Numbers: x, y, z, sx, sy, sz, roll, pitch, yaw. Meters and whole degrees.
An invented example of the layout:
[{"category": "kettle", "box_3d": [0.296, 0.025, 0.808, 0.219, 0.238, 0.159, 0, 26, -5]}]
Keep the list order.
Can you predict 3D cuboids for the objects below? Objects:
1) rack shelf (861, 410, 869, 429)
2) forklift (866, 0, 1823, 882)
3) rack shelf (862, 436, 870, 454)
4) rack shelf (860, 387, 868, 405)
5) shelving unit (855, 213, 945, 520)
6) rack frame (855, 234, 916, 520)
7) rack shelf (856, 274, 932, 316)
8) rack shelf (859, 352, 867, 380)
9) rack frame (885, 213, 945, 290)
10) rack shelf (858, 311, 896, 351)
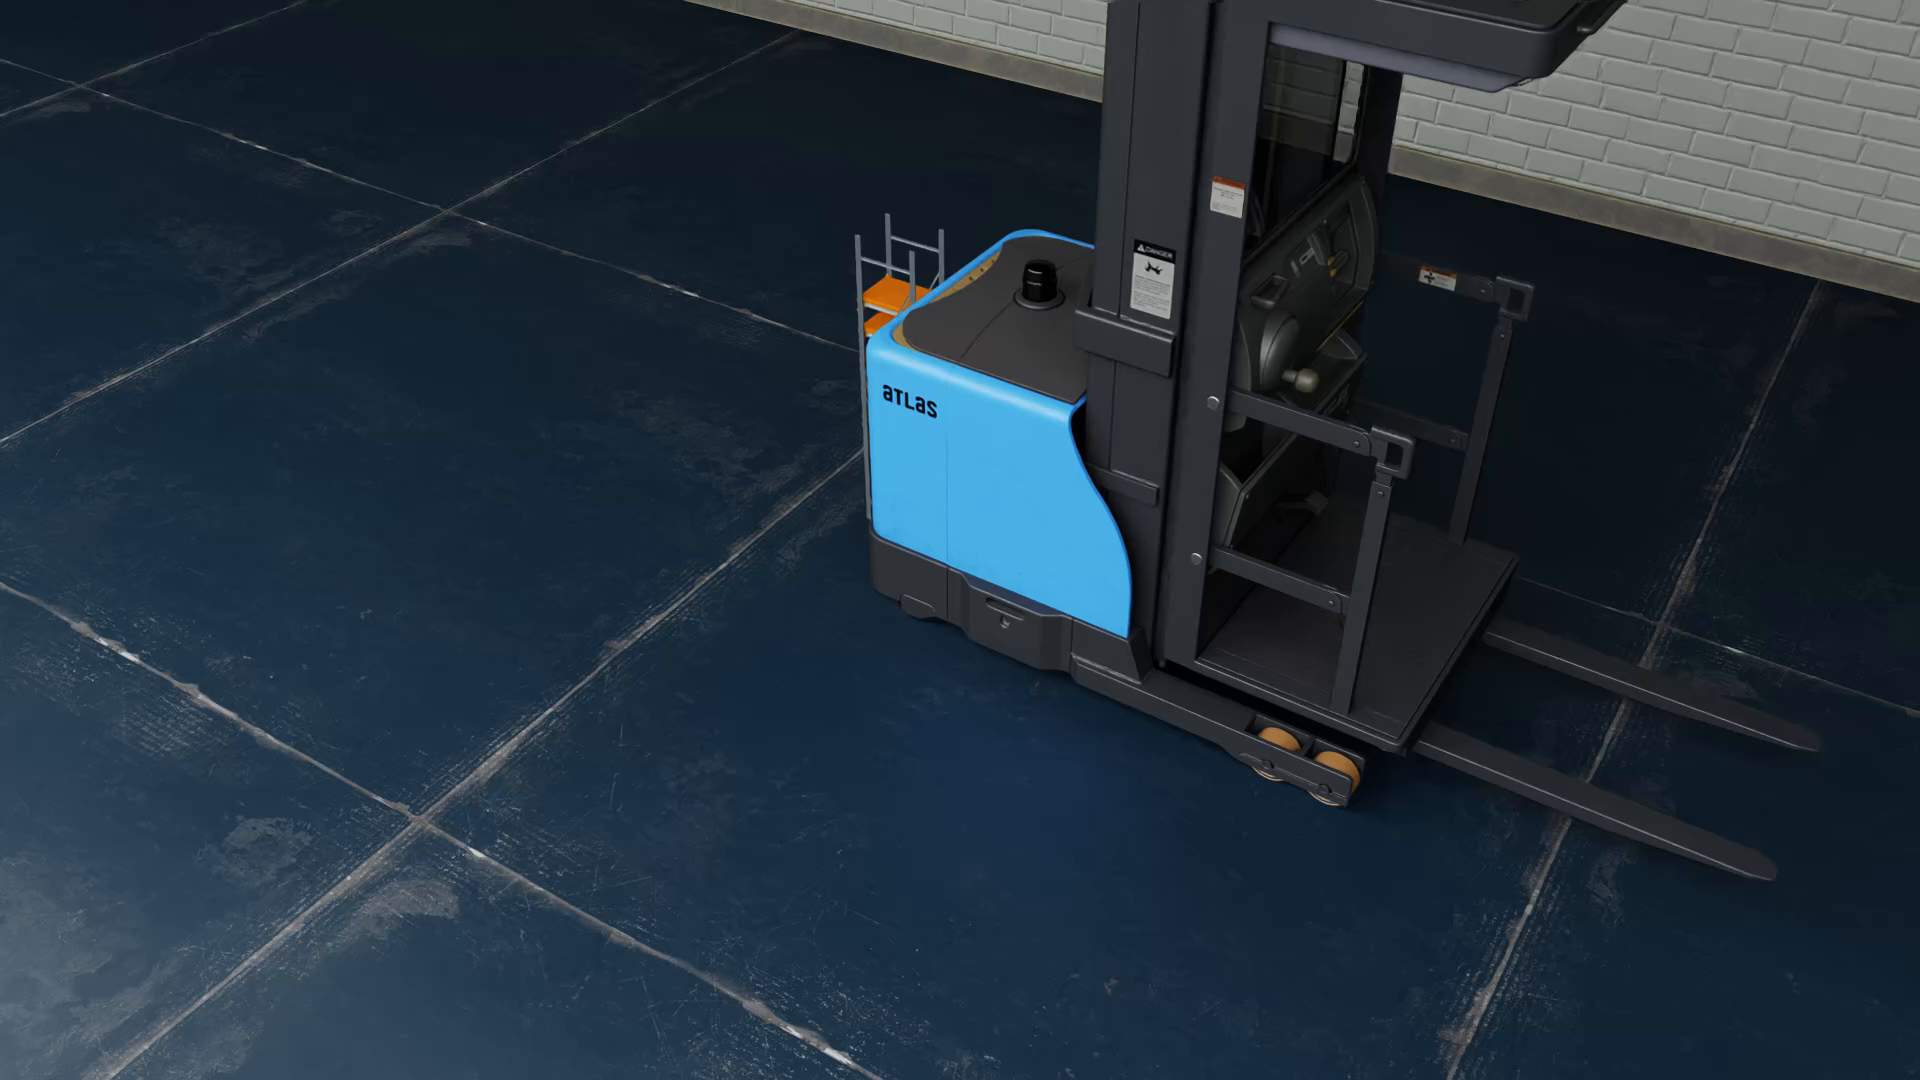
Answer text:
[{"category": "rack shelf", "box_3d": [-0.204, -0.437, 6.104, 0.258, 0.103, 0.180, 21, 42, 25]}, {"category": "forklift", "box_3d": [1.194, -0.708, 4.767, 3.031, 2.935, 1.130, 22, 43, 26]}, {"category": "rack shelf", "box_3d": [-0.204, -0.342, 6.177, 0.258, 0.103, 0.180, 21, 42, 25]}, {"category": "rack shelf", "box_3d": [-0.204, -0.532, 6.030, 0.258, 0.103, 0.180, 21, 42, 25]}, {"category": "shelving unit", "box_3d": [-0.204, -0.567, 6.003, 0.258, 1.200, 0.189, 21, 42, 25]}, {"category": "rack frame", "box_3d": [-0.253, -0.520, 5.942, 0.240, 1.200, 0.006, 21, 42, 25]}, {"category": "rack shelf", "box_3d": [-0.204, -0.817, 5.811, 0.258, 0.103, 0.180, 21, 42, 25]}, {"category": "rack shelf", "box_3d": [-0.204, -0.627, 5.957, 0.258, 0.103, 0.180, 21, 42, 25]}, {"category": "rack frame", "box_3d": [-0.156, -0.615, 6.065, 0.240, 1.200, 0.006, 21, 42, 25]}, {"category": "rack shelf", "box_3d": [-0.204, -0.722, 5.884, 0.258, 0.103, 0.180, 21, 42, 25]}]
